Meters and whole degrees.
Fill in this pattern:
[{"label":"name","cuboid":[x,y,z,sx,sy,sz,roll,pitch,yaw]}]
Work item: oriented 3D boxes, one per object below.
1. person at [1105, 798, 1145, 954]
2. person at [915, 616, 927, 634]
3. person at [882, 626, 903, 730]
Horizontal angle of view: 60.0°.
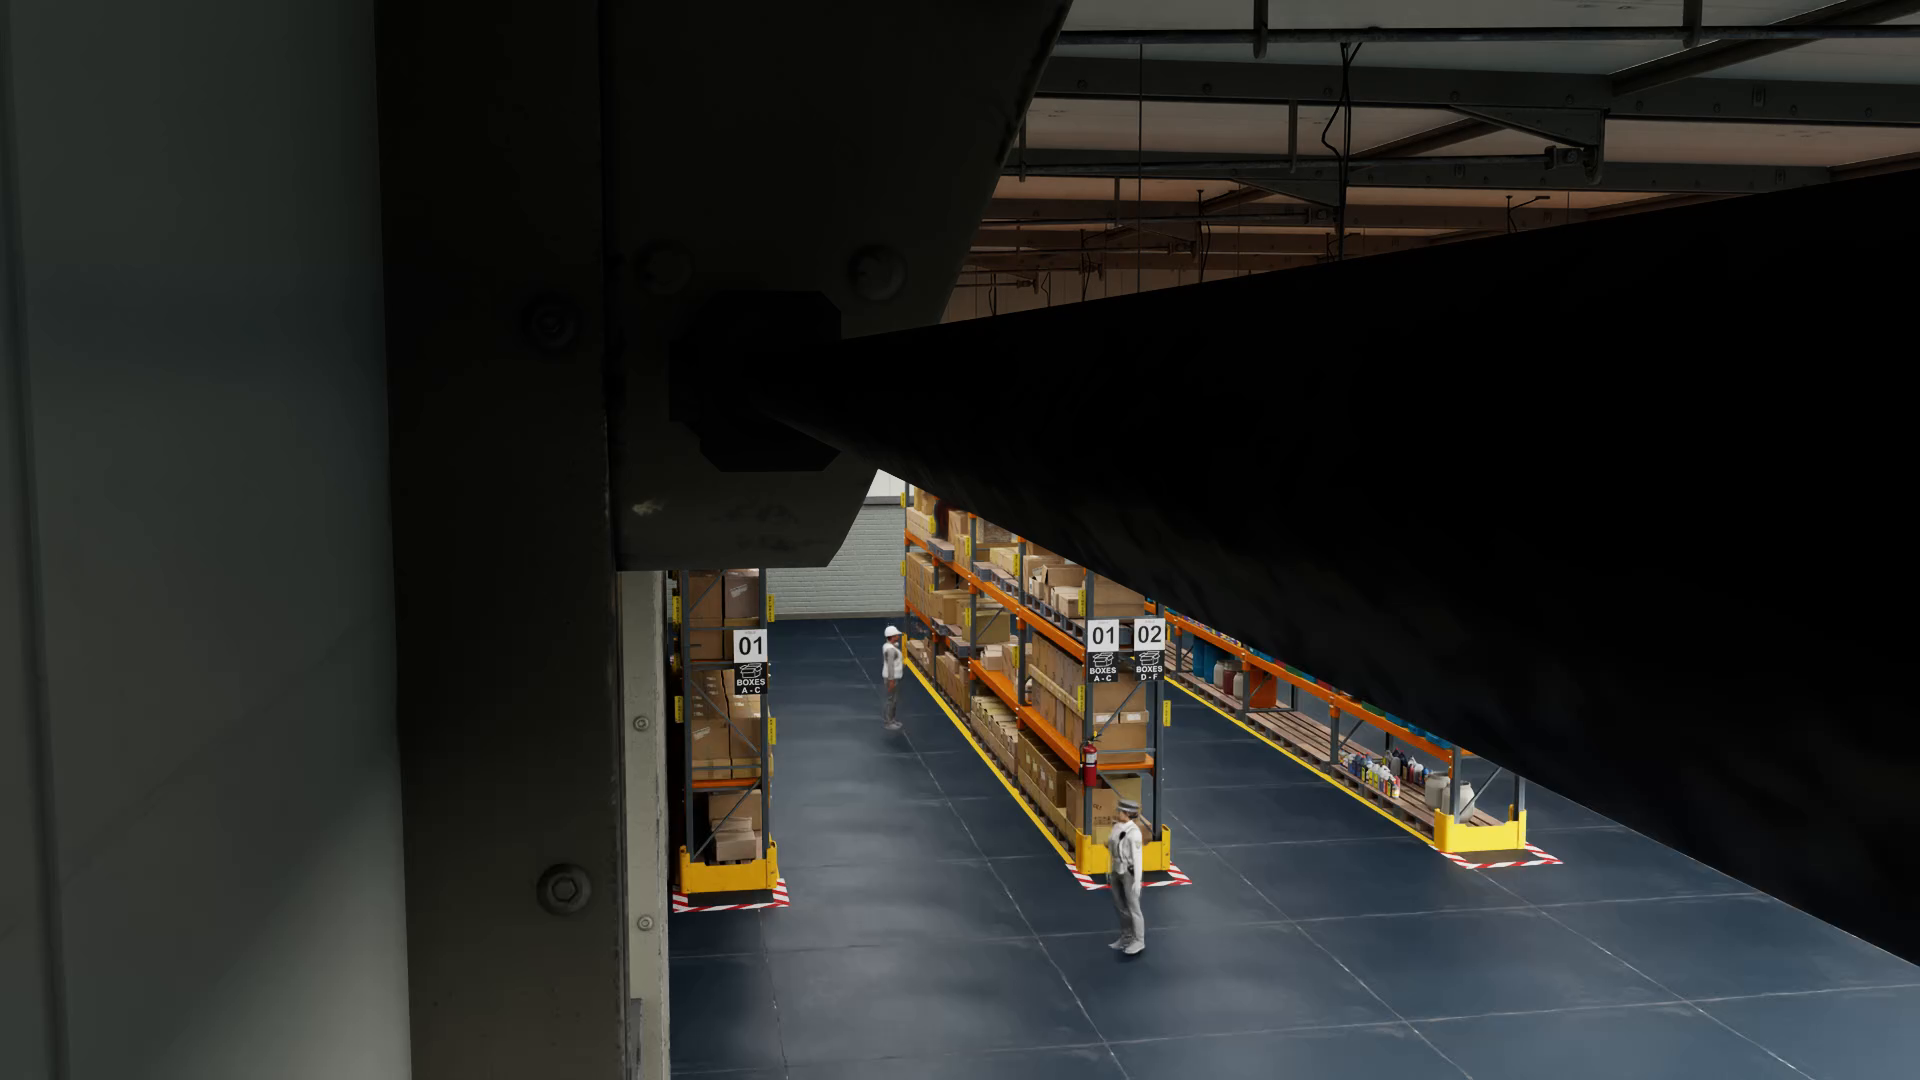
[{"label":"person","cuboid":[1.795,3.640,18.016,0.388,1.720,0.597,-3,7,-30]},{"label":"person","cuboid":[-0.867,1.400,39.480,0.468,1.656,0.445,1,6,13]},{"label":"person","cuboid":[-1.149,2.358,28.533,0.354,1.782,0.607,0,6,-2]}]
